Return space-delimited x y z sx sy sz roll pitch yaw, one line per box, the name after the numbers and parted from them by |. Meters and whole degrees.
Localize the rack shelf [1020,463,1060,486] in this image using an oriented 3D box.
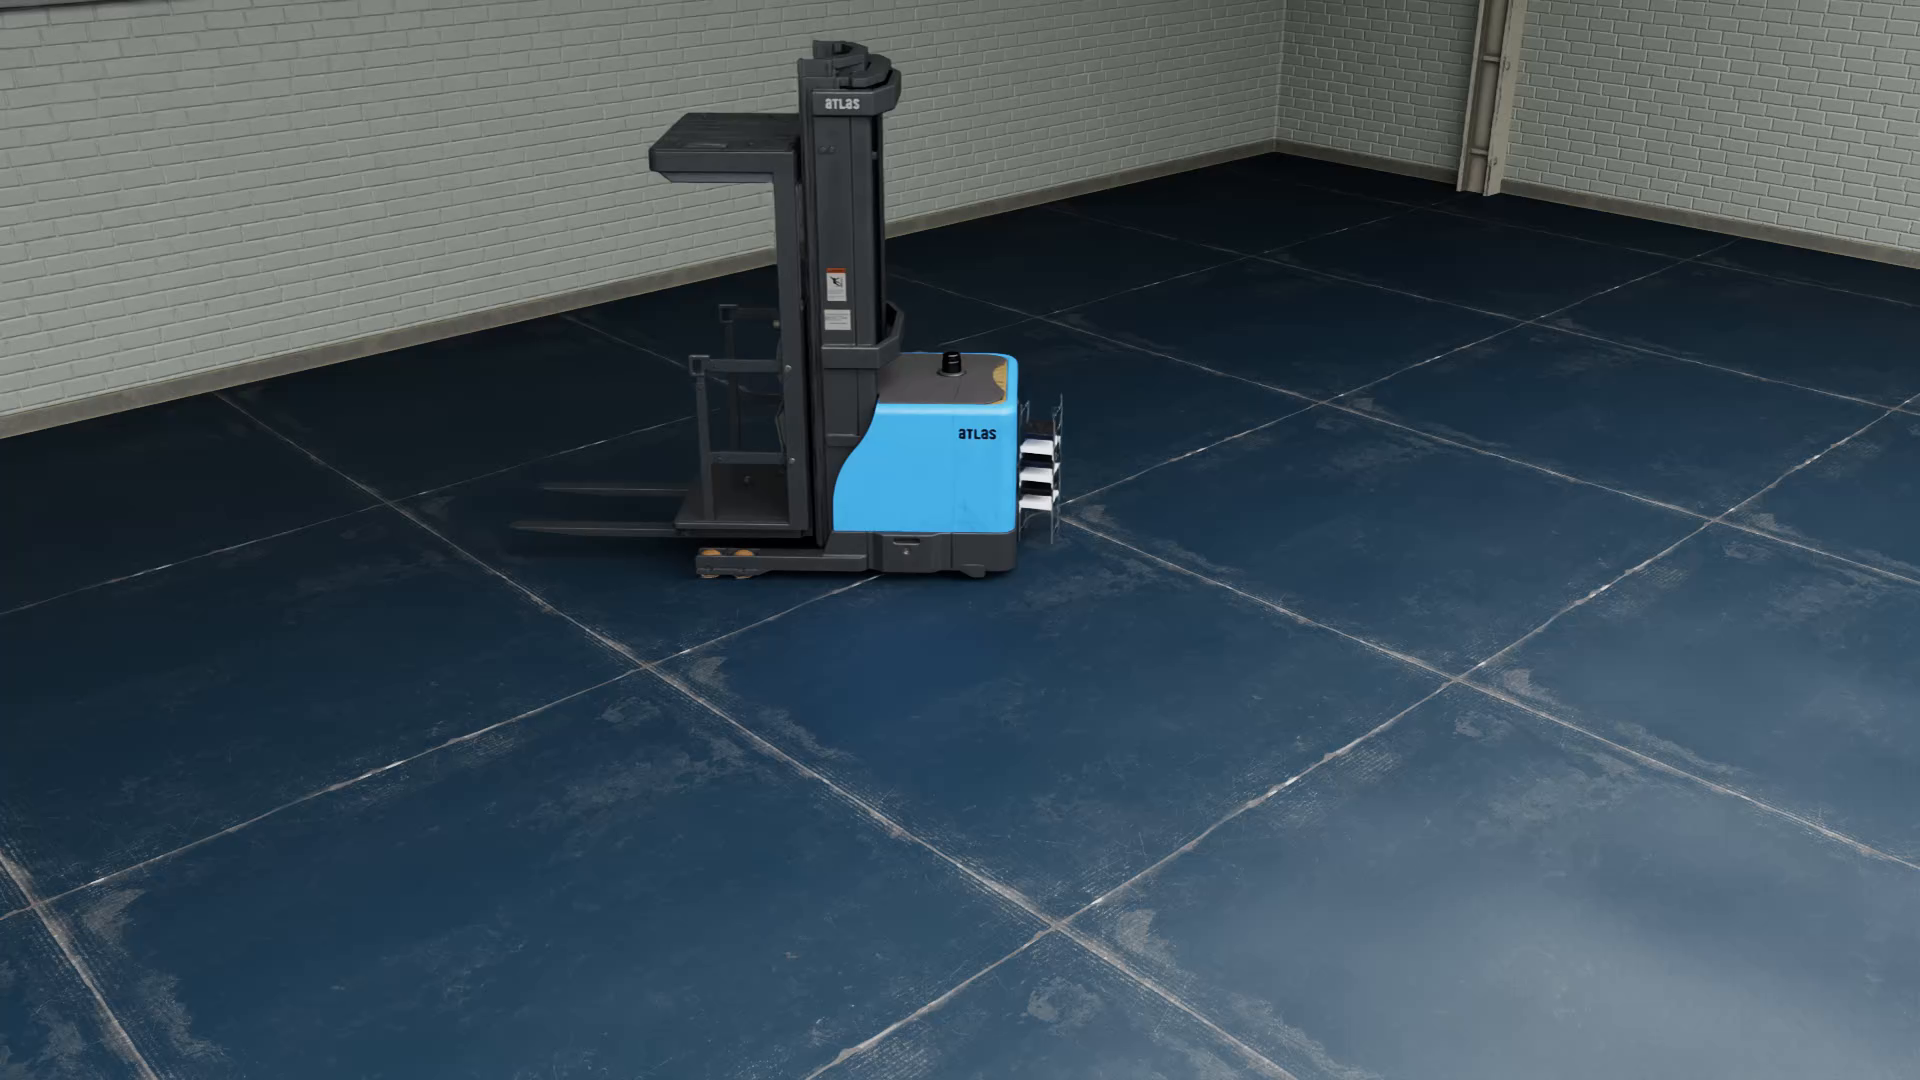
0.487 -0.402 10.128 0.200 0.077 0.258 6 25 13 | rack shelf

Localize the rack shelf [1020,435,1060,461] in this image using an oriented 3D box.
0.487 -0.566 10.053 0.200 0.077 0.258 6 25 13 | rack shelf

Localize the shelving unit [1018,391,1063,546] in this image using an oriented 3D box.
0.487 -0.433 10.114 0.210 0.900 0.258 6 25 13 | shelving unit

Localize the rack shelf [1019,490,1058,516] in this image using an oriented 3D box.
0.487 -0.238 10.202 0.200 0.077 0.258 6 25 13 | rack shelf

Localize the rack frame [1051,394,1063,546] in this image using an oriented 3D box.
0.586 -0.422 10.092 0.006 0.900 0.240 6 25 13 | rack frame

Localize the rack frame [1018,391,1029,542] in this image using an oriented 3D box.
0.388 -0.443 10.136 0.006 0.900 0.240 6 25 13 | rack frame

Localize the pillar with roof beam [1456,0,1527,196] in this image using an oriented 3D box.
2.772 -6.852 14.427 9.100 9.000 0.400 -21 32 -38 | pillar with roof beam

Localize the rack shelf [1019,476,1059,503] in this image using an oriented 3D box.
0.487 -0.320 10.165 0.200 0.077 0.258 6 25 13 | rack shelf

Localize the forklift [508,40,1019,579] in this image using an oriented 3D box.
-1.165 -1.323 9.619 3.031 2.935 1.130 1 25 2 | forklift

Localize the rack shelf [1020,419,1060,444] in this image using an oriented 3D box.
0.487 -0.648 10.016 0.200 0.077 0.258 6 25 13 | rack shelf

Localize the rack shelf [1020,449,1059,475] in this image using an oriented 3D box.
0.487 -0.484 10.090 0.200 0.077 0.258 6 25 13 | rack shelf
